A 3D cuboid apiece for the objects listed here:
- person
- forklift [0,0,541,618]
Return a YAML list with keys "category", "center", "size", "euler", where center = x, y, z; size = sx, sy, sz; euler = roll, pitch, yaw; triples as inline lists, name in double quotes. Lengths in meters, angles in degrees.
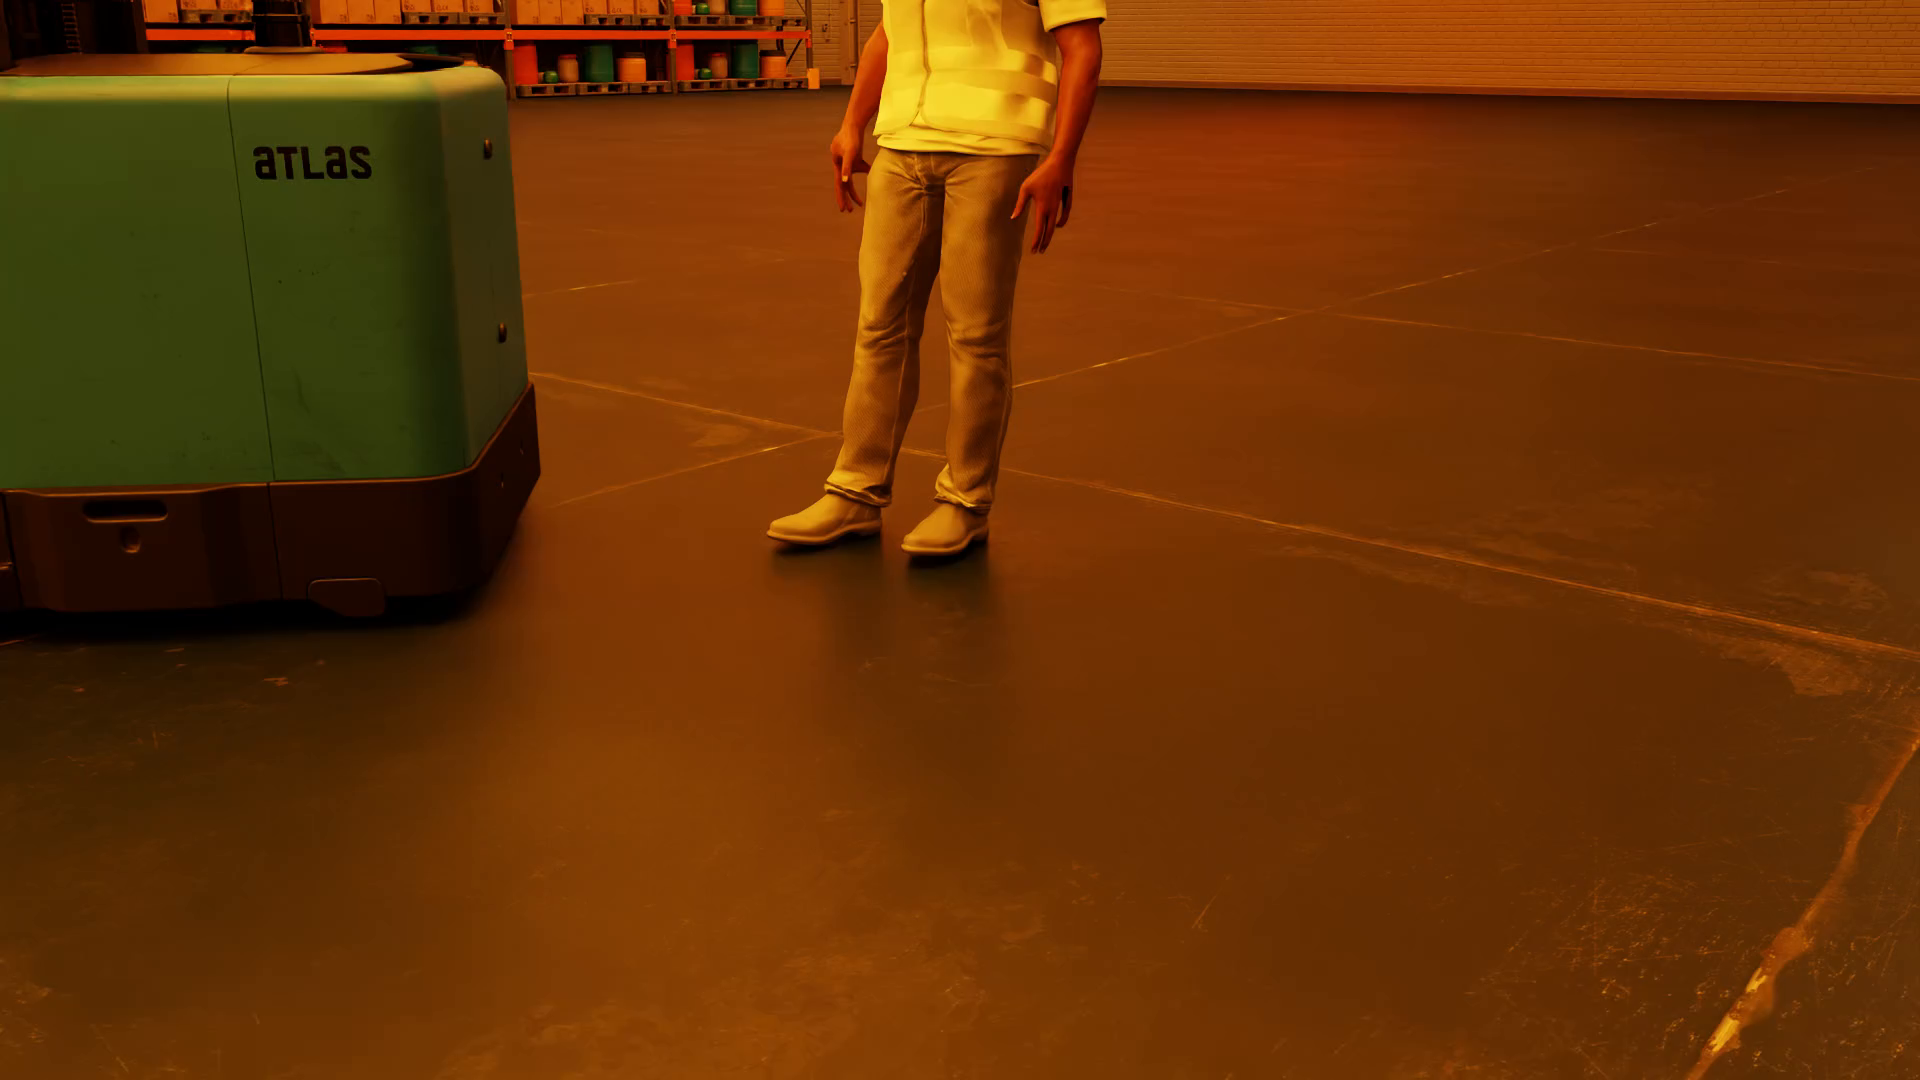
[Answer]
- category: "person"
  center: [-0.049, -0.838, 3.636]
  size: [0.666, 1.765, 0.577]
  euler: [13, 21, 37]
- category: "forklift"
  center: [-2.529, -1.329, 3.275]
  size: [3.031, 2.935, 1.130]
  euler: [-2, 17, -6]
